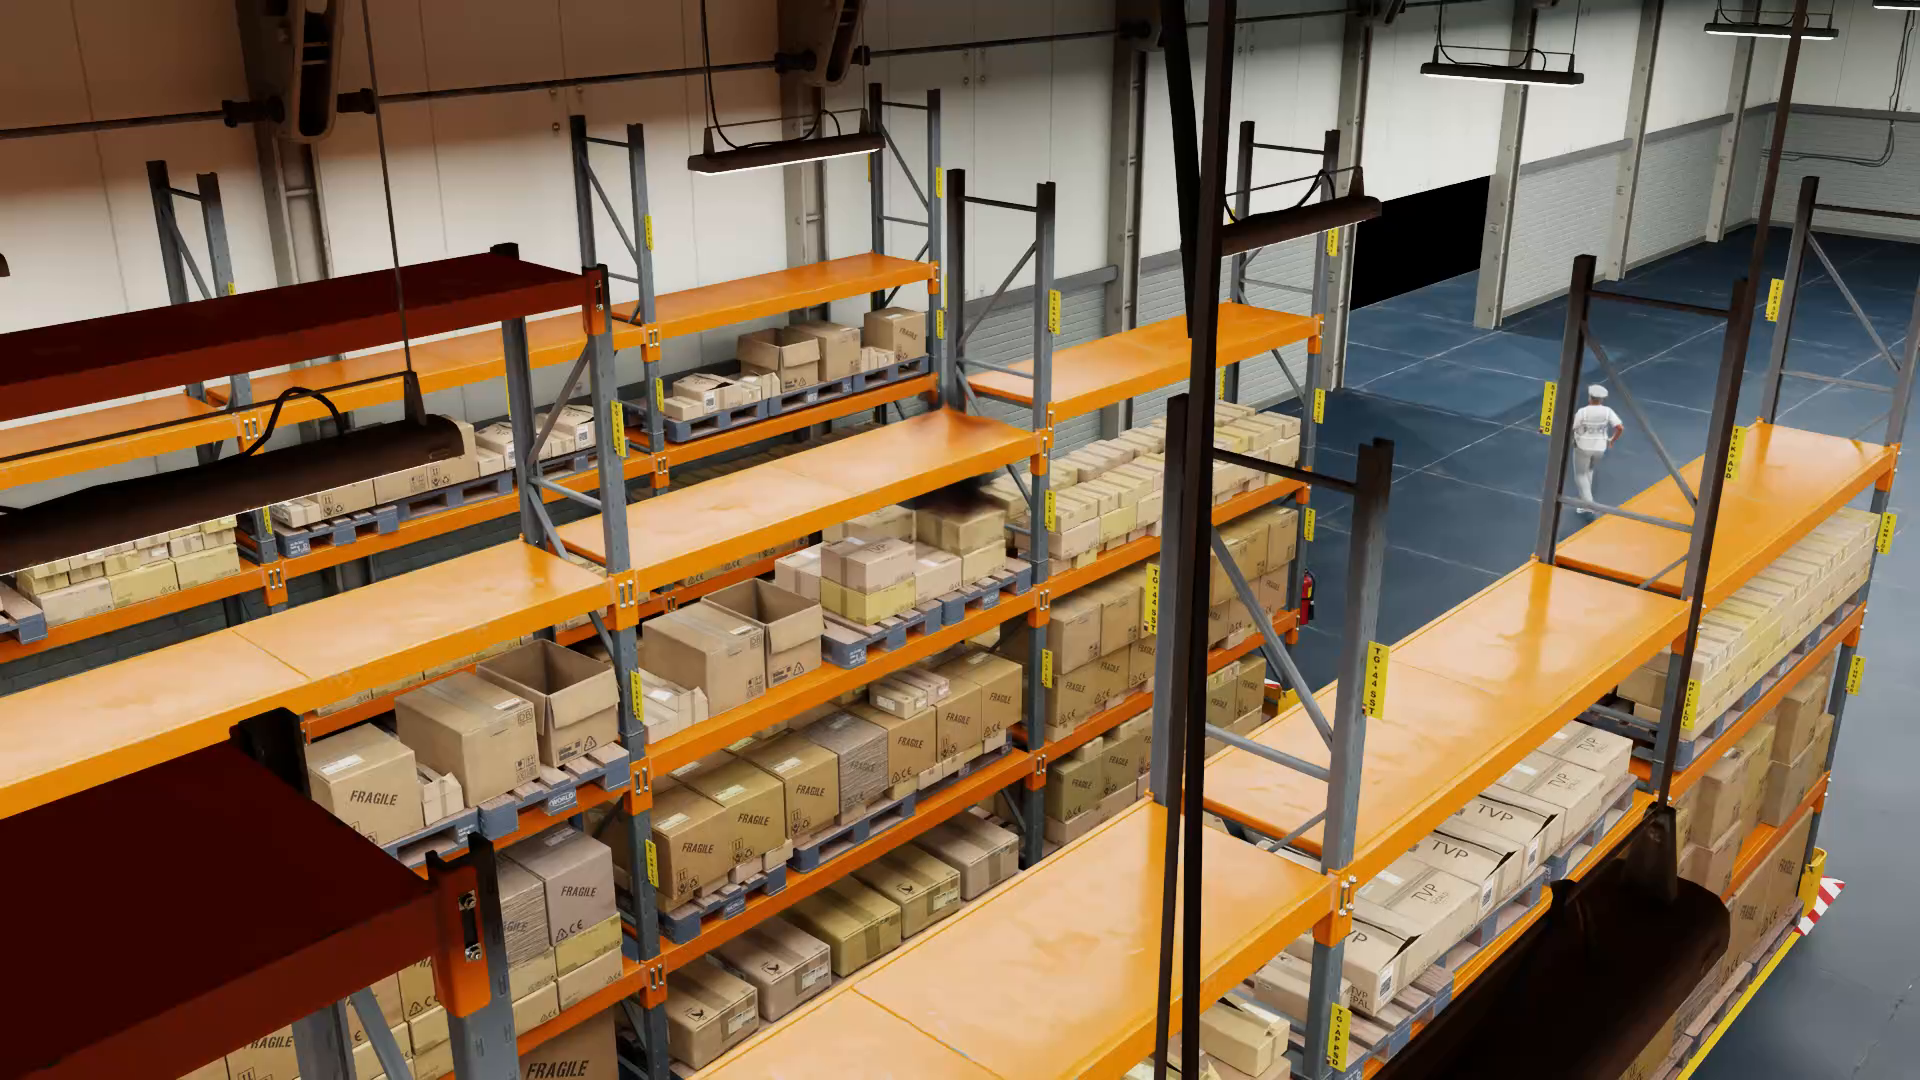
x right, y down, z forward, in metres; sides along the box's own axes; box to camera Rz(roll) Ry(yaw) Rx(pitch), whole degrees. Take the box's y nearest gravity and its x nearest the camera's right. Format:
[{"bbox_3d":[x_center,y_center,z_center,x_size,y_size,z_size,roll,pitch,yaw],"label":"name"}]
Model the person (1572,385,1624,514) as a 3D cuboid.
[{"bbox_3d":[8.583,-1.210,22.679,0.640,1.839,0.837,-3,21,-6],"label":"person"}]
